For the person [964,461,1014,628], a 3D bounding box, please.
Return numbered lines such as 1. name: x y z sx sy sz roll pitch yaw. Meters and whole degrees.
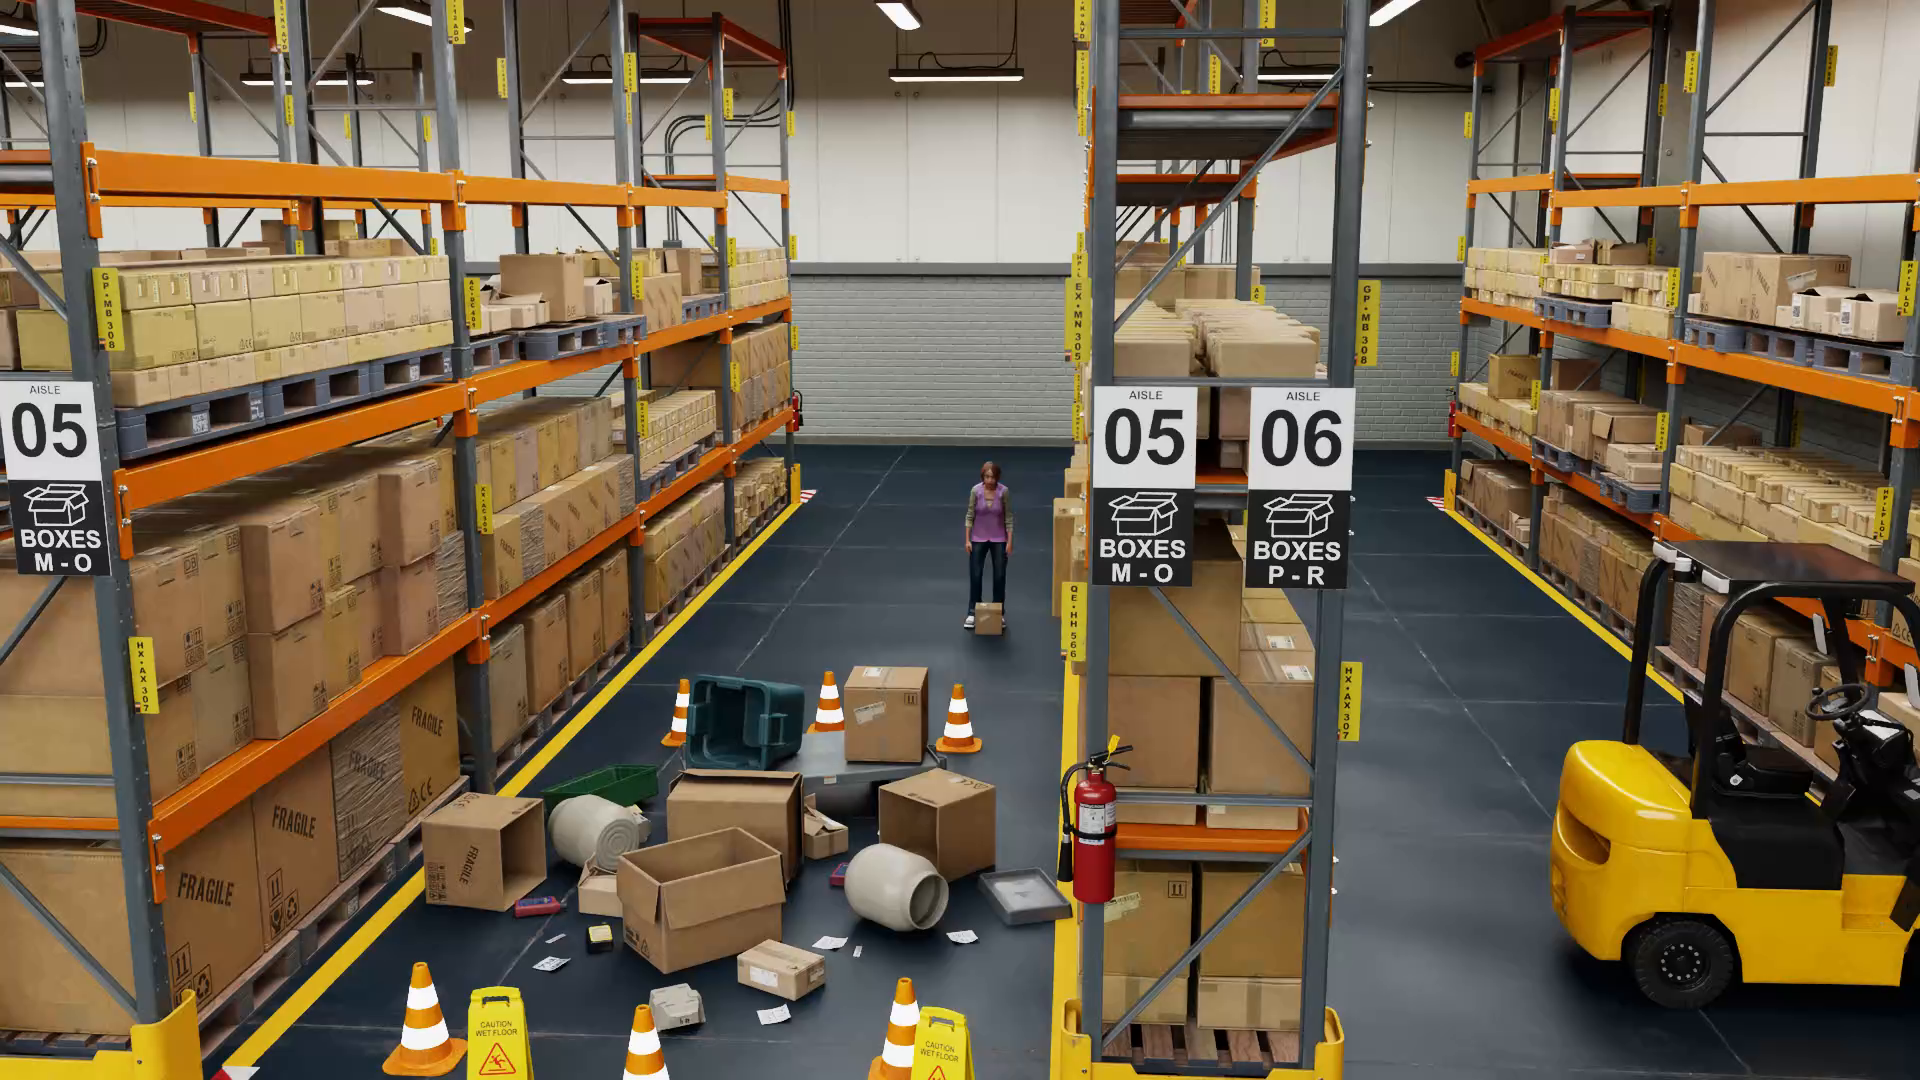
1. person: 0.276 0.037 15.769 0.463 1.593 0.345 1 11 4
